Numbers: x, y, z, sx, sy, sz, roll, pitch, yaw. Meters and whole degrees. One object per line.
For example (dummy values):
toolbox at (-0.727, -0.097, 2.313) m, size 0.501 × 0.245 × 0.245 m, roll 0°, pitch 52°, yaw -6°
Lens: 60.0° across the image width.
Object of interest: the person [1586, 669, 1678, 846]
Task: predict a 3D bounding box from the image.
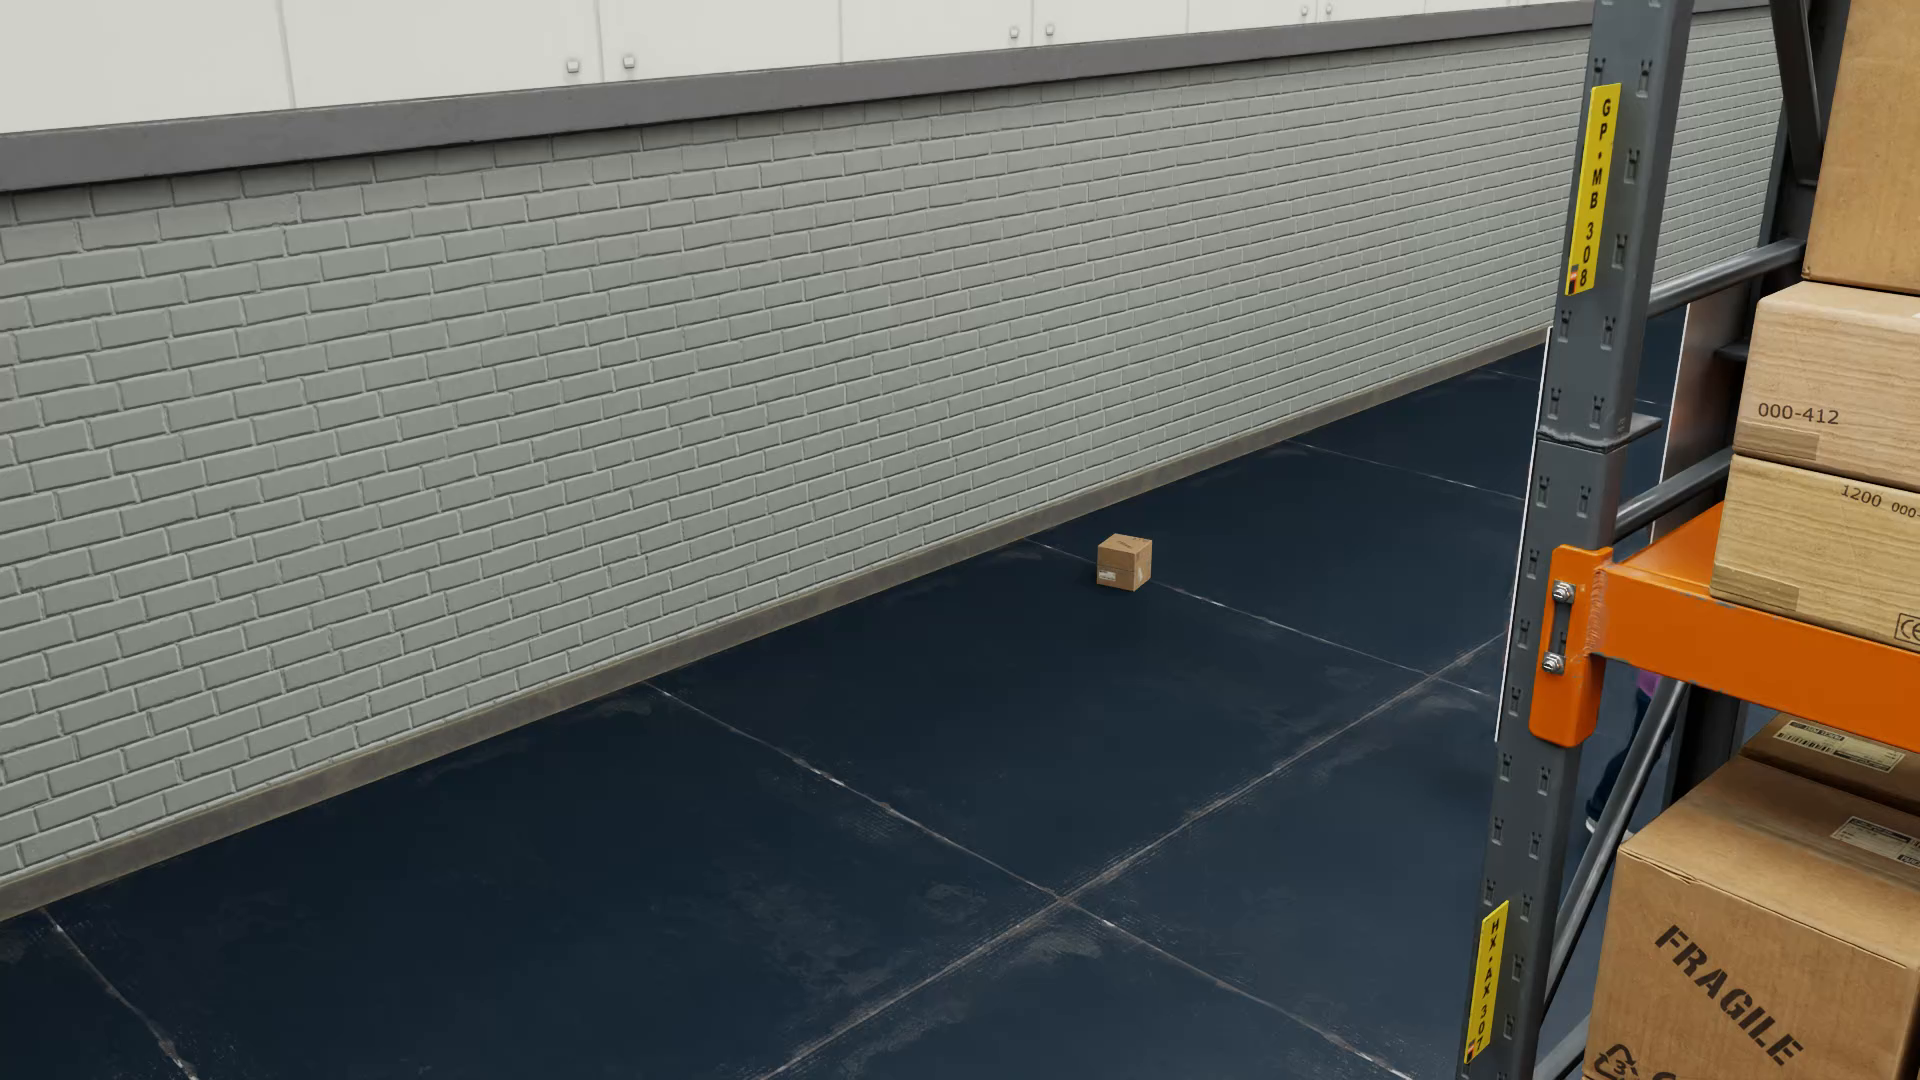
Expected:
person at (3.036, 0.661, 6.854) m, size 0.408 × 1.590 × 0.794 m, roll -17°, pitch 27°, yaw -37°
